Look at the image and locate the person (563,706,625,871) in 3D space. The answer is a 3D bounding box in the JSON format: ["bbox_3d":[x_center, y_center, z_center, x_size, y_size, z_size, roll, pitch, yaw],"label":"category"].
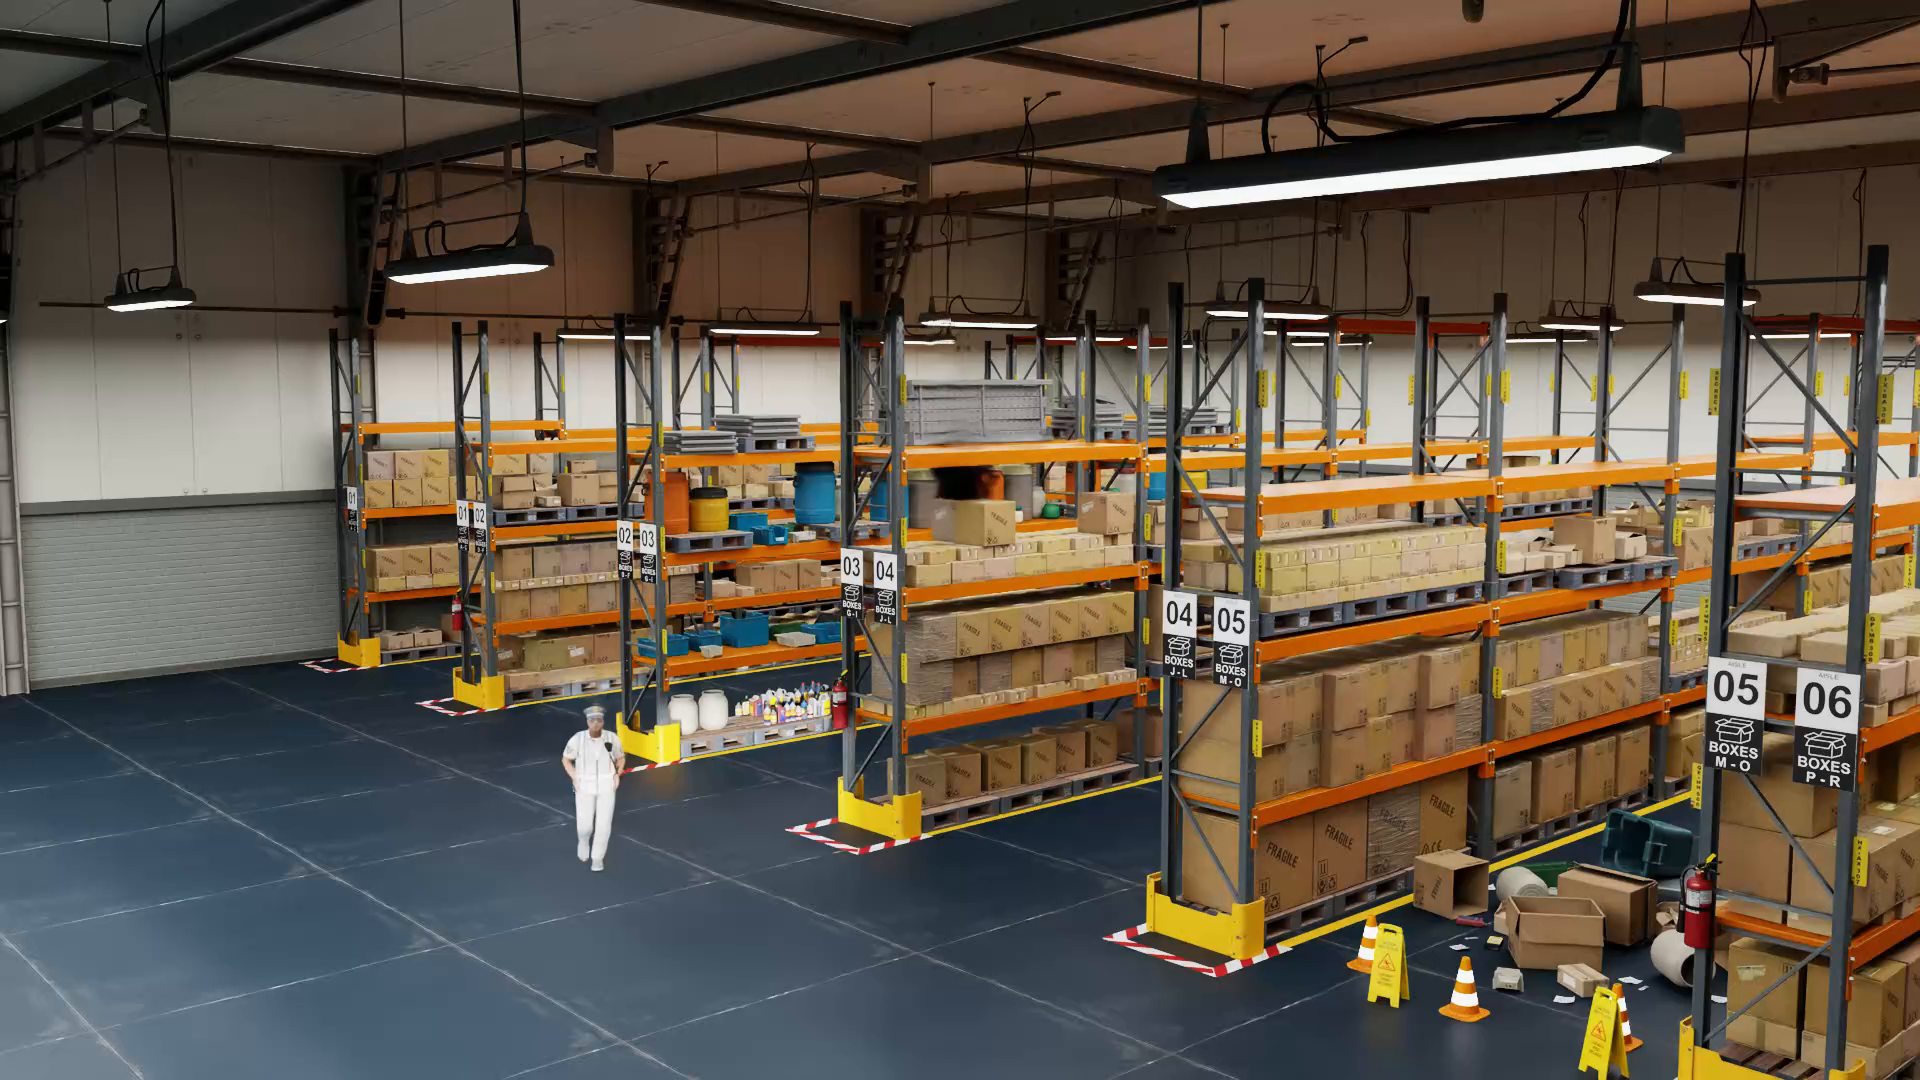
[{"bbox_3d":[-3.810,2.582,17.389,0.641,1.736,0.596,-2,6,-18],"label":"person"}]
